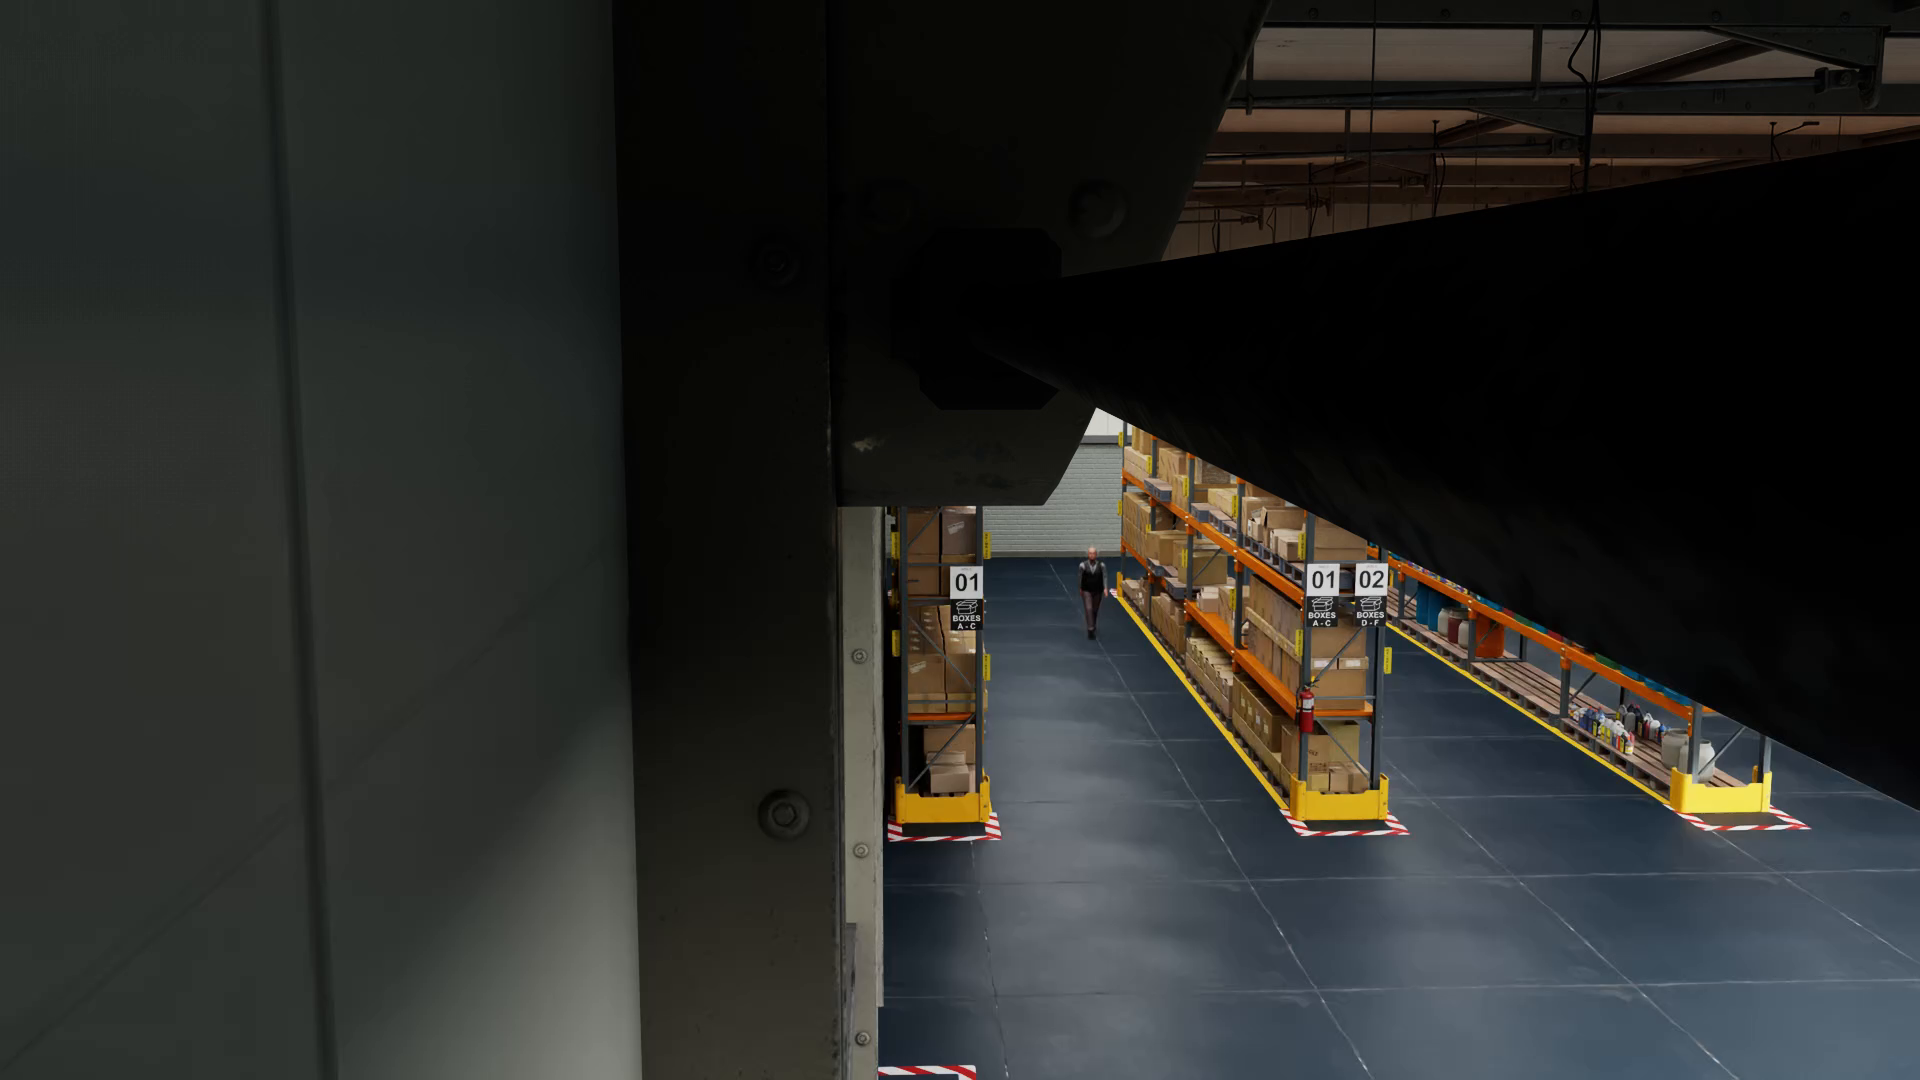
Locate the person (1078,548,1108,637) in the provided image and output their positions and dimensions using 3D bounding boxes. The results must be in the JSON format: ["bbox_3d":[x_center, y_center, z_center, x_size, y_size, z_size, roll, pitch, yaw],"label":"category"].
[{"bbox_3d":[2.572,0.988,32.096,0.565,1.667,1.068,-1,8,-5],"label":"person"}]
